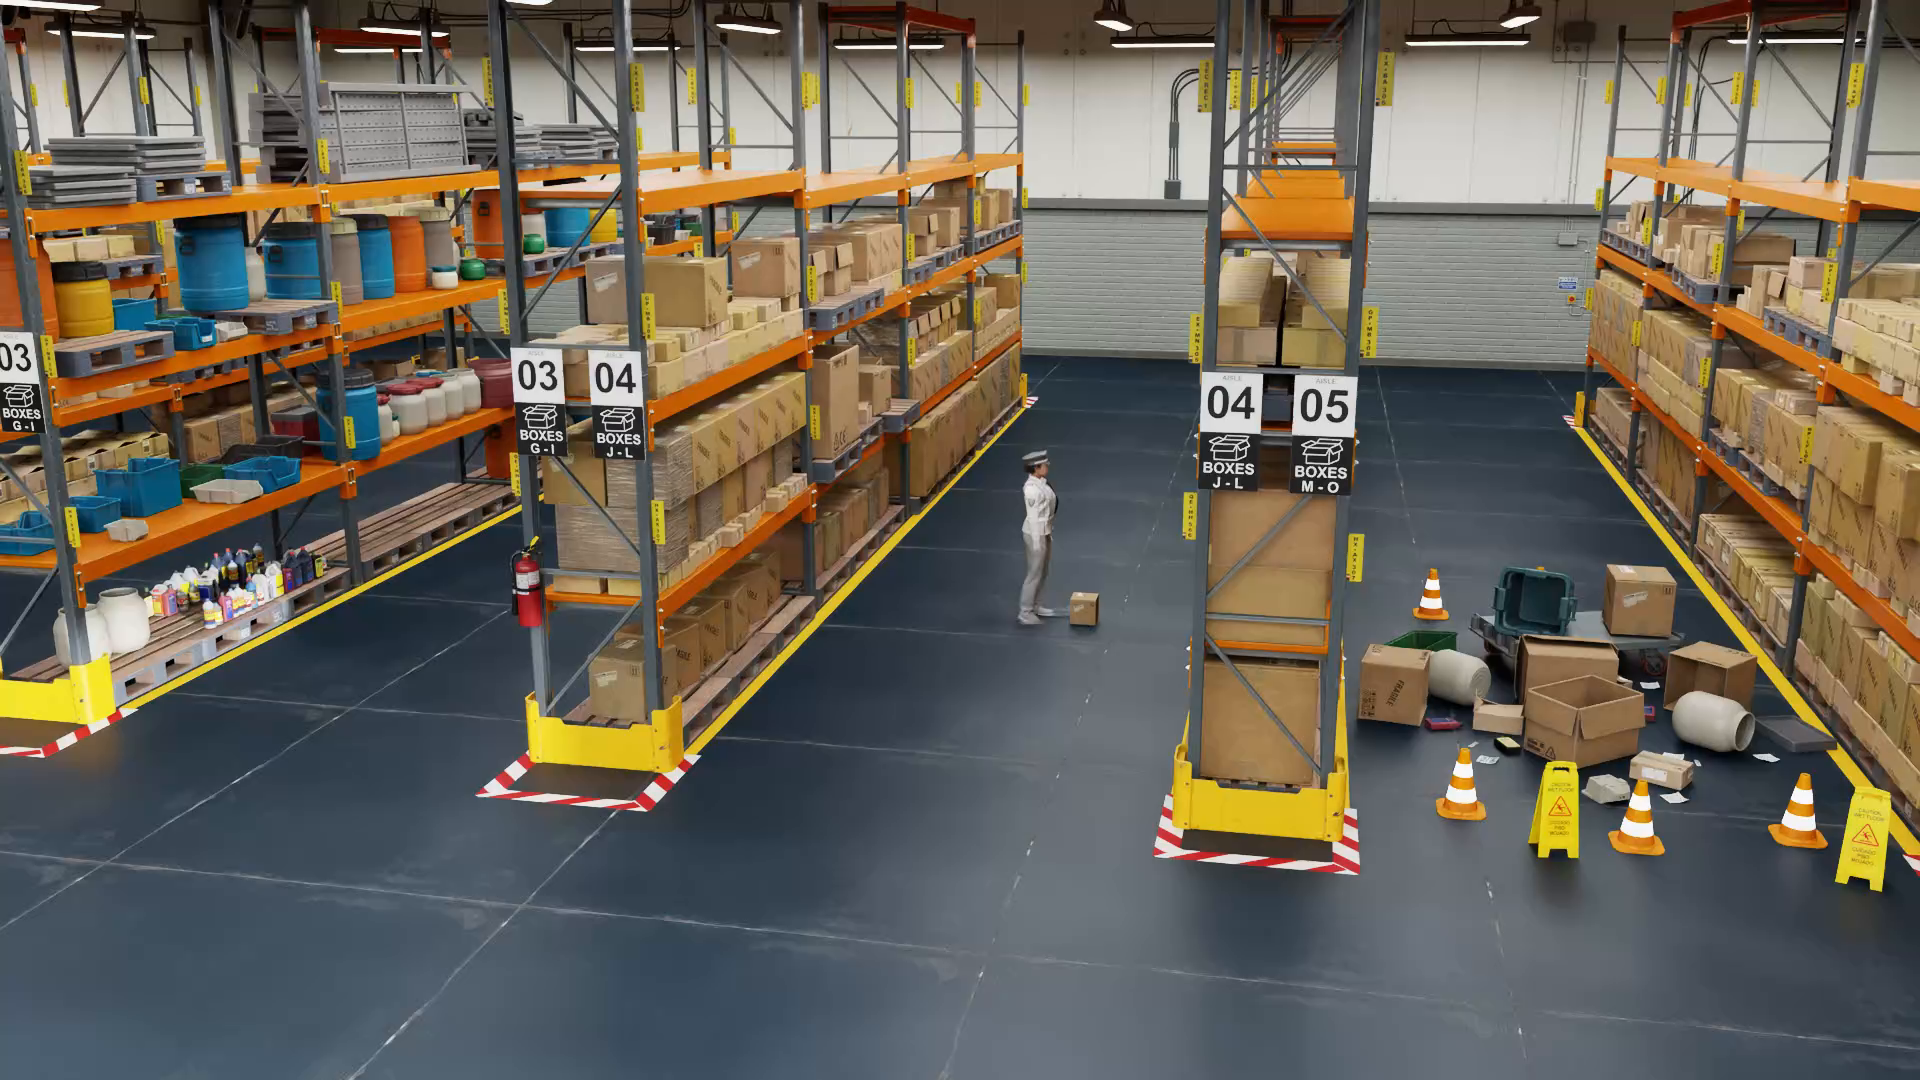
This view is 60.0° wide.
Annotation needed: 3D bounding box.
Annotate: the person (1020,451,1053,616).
[{"bbox_3d":[0.738,-0.080,16.160,0.279,1.612,0.426,3,15,12],"label":"person"}]
